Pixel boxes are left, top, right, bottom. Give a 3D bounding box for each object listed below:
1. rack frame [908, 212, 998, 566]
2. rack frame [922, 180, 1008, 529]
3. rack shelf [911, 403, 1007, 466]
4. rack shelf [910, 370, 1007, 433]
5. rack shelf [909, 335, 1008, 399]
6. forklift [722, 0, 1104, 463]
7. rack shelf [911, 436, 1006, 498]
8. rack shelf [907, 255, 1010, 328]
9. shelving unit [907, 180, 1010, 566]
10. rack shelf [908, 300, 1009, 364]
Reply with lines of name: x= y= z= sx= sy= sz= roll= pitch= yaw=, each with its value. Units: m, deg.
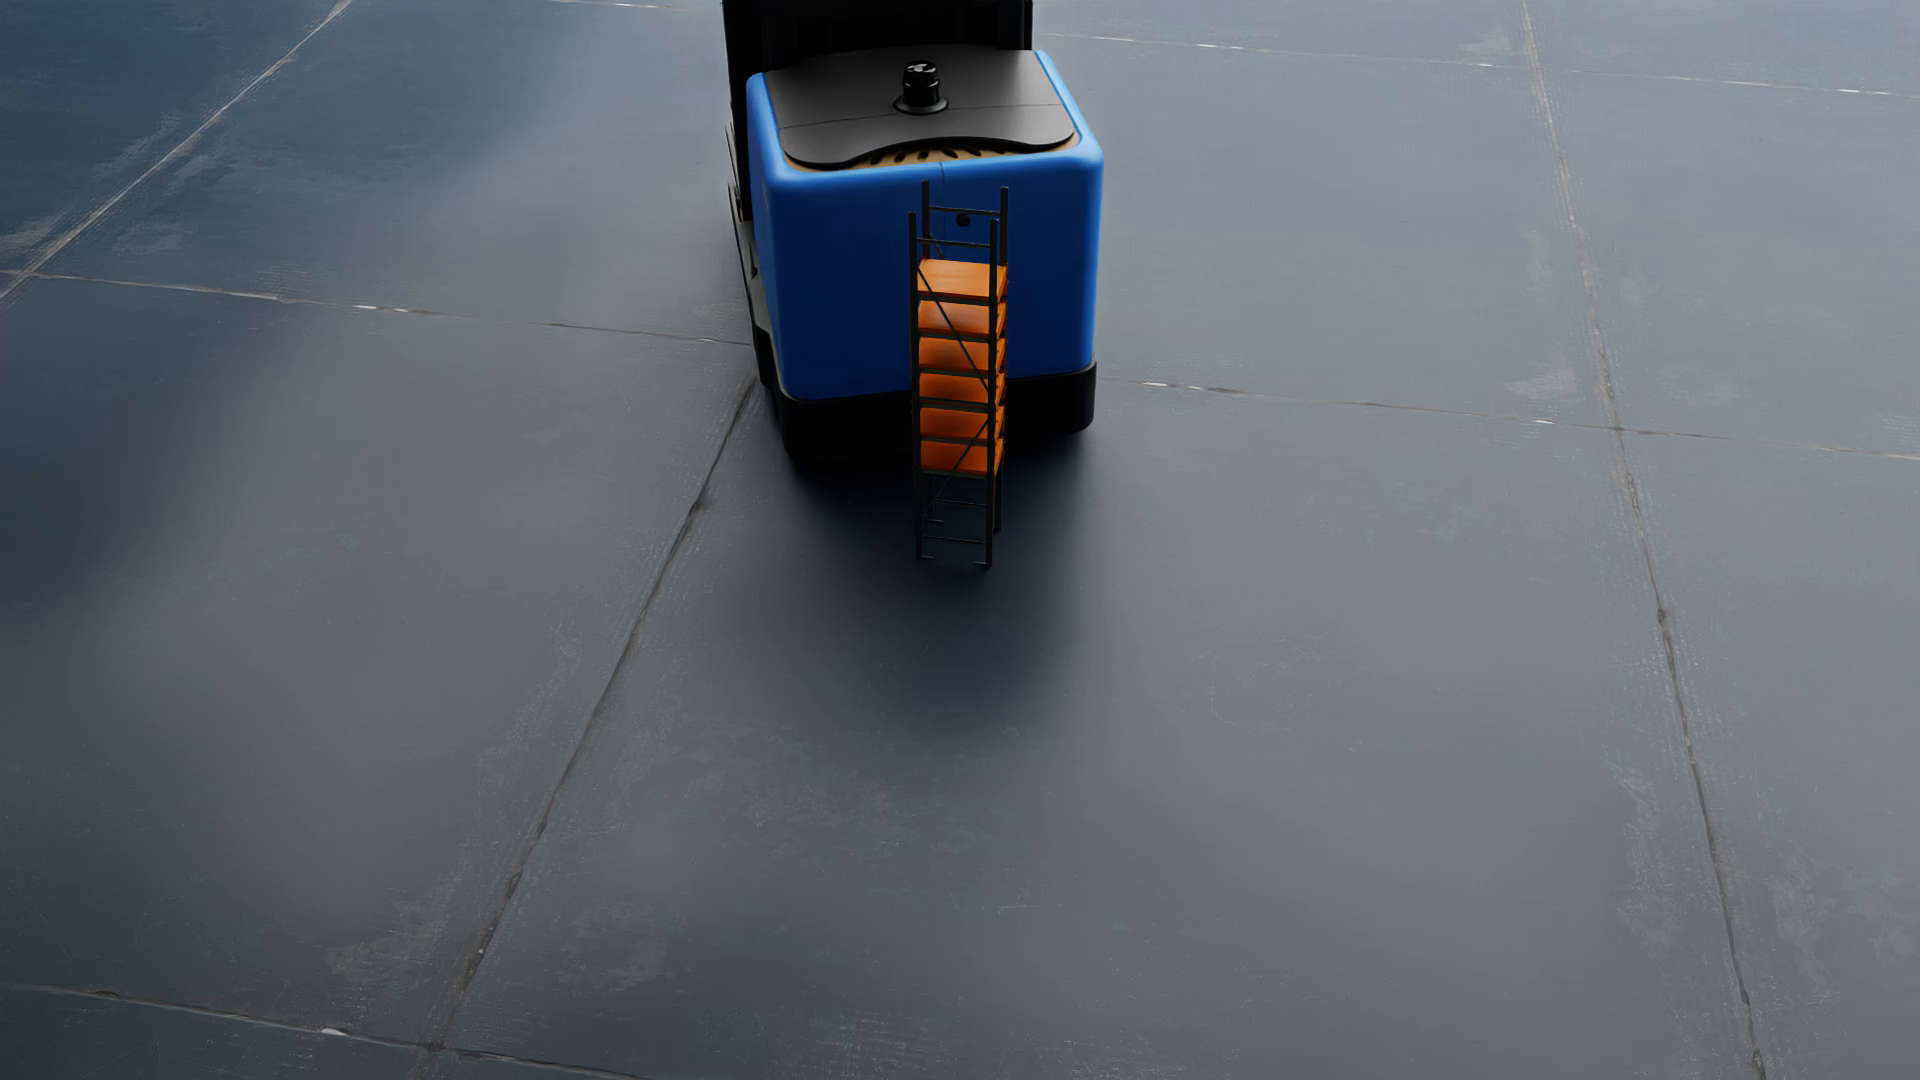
rack frame: x=-0.018 y=-0.396 z=4.787 sx=0.240 sy=1.200 sz=0.006 roll=6 pitch=40 yaw=8
rack frame: x=0.013 y=-0.511 z=4.926 sx=0.240 sy=1.200 sz=0.006 roll=6 pitch=40 yaw=8
rack shelf: x=-0.002 y=-0.327 z=4.961 sx=0.258 sy=0.103 sz=0.180 roll=6 pitch=40 yaw=8
rack shelf: x=-0.002 y=-0.419 z=4.885 sx=0.258 sy=0.103 sz=0.180 roll=6 pitch=40 yaw=8
rack shelf: x=-0.002 y=-0.512 z=4.809 sx=0.258 sy=0.103 sz=0.180 roll=6 pitch=40 yaw=8
forklift: x=-0.332 y=-2.325 z=5.762 sx=1.130 sy=2.935 sz=3.031 roll=-7 pitch=40 yaw=-8
rack shelf: x=-0.002 y=-0.234 z=5.038 sx=0.258 sy=0.103 sz=0.180 roll=6 pitch=40 yaw=8
rack shelf: x=-0.002 y=-0.697 z=4.656 sx=0.258 sy=0.103 sz=0.180 roll=6 pitch=40 yaw=8
shelving unit: x=-0.002 y=-0.453 z=4.857 sx=0.258 sy=1.200 sz=0.189 roll=6 pitch=40 yaw=8
rack shelf: x=-0.002 y=-0.604 z=4.732 sx=0.258 sy=0.103 sz=0.180 roll=6 pitch=40 yaw=8
